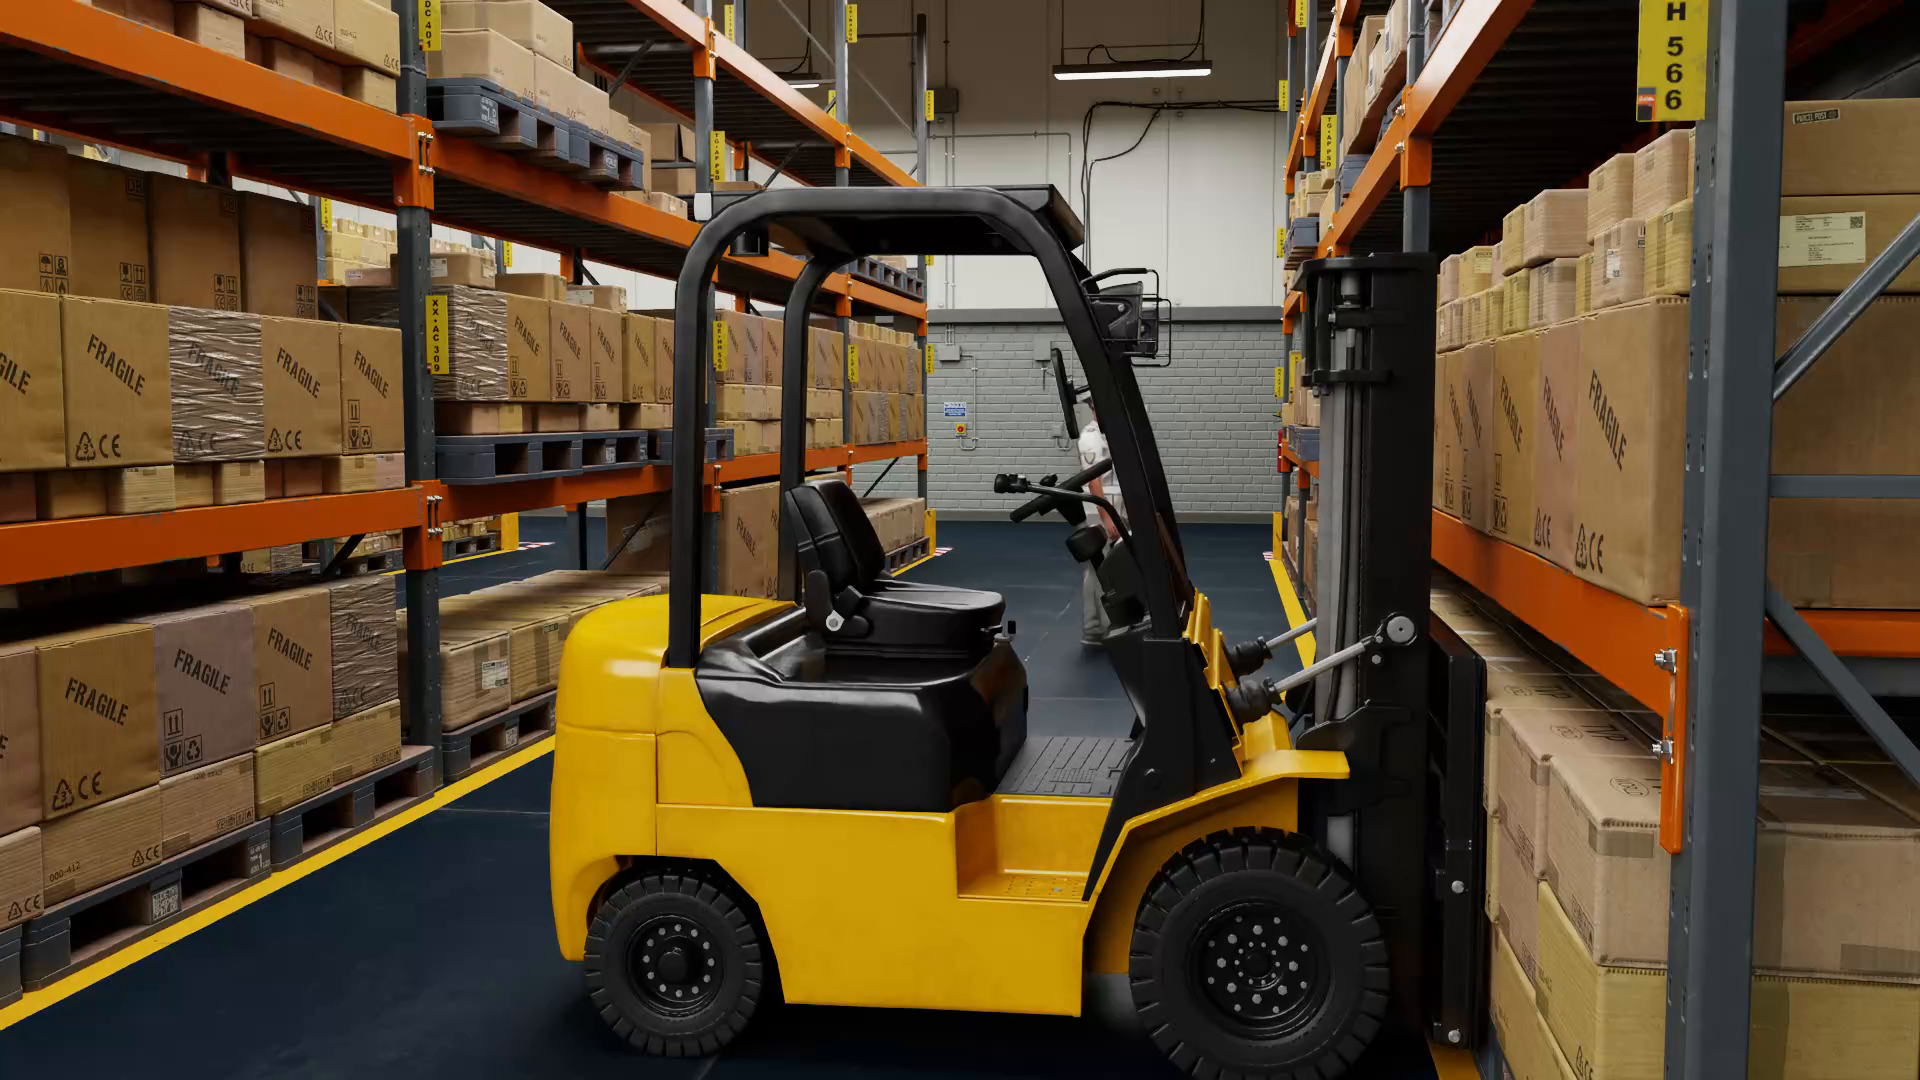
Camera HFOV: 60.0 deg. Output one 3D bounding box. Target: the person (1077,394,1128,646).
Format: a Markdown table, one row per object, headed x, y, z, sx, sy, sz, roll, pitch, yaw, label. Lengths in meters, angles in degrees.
| x | y | z | sx | sy | sz | roll | pitch | yaw | label |
| --- | --- | --- | --- | --- | --- | --- | --- | --- | --- |
| 1.044 | -0.143 | 11.075 | 0.559 | 1.770 | 0.580 | 1 | 5 | 18 | person |
